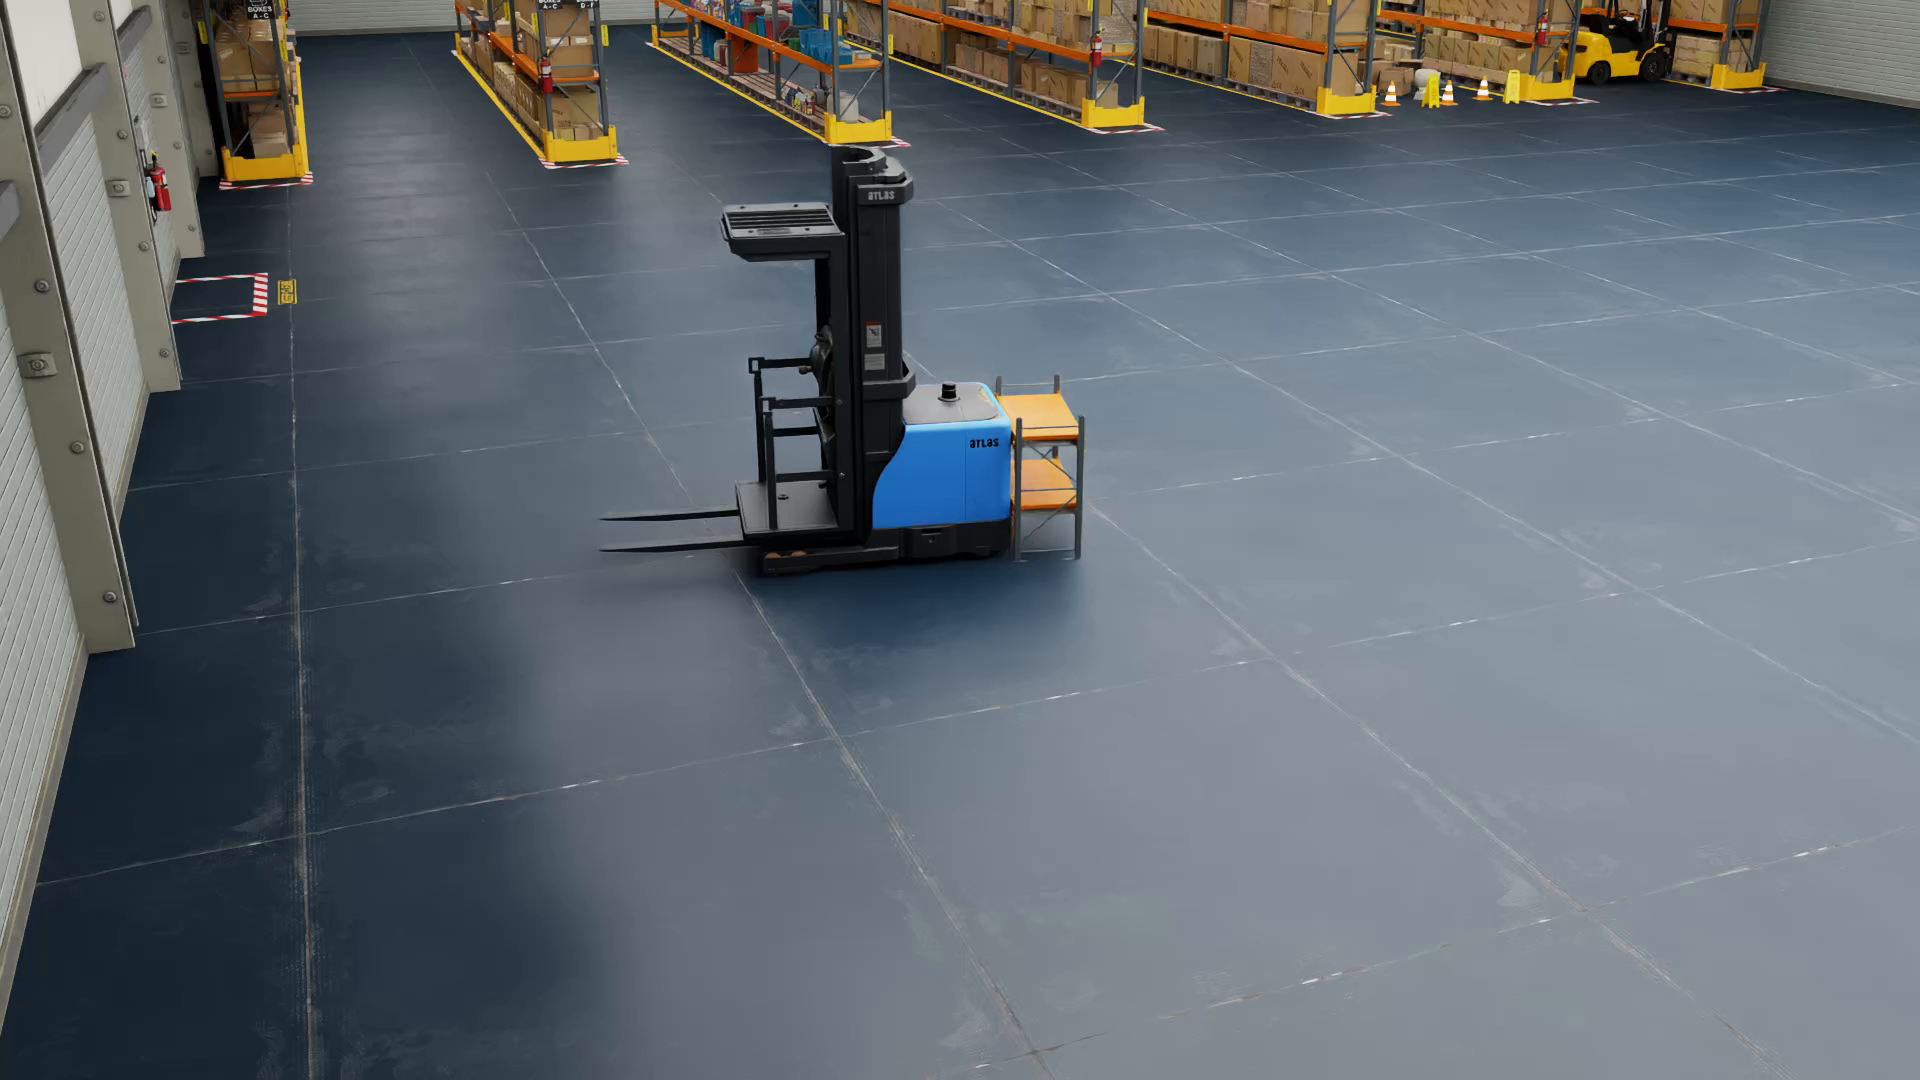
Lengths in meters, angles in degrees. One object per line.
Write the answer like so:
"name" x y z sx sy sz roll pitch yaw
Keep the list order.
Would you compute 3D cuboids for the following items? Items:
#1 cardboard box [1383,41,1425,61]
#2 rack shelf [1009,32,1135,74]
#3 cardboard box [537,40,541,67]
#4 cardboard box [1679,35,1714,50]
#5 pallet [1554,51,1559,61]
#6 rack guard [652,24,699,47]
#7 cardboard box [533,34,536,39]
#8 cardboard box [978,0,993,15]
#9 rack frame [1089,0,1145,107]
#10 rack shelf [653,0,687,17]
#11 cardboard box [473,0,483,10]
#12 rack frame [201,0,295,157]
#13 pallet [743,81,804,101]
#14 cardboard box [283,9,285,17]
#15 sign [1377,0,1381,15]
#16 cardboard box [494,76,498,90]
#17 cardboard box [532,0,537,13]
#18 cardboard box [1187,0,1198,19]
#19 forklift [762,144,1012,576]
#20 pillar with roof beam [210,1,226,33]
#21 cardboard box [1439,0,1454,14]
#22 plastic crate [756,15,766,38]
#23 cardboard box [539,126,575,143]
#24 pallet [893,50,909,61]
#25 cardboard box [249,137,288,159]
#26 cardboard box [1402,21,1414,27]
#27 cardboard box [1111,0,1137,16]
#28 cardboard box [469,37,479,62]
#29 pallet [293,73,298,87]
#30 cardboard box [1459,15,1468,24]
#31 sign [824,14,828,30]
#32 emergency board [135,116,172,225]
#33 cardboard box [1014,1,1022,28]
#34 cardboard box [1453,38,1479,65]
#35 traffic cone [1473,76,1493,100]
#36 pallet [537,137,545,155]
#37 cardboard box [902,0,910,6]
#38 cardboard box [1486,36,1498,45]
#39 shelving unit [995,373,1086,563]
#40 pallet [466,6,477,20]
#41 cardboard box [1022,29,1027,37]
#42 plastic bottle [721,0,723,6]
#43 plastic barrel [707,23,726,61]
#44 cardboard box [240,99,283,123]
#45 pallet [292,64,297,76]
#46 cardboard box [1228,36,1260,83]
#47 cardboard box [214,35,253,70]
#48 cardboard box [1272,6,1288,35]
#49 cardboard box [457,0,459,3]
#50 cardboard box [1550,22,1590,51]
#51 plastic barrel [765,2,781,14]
"cardboard box" 10.308 -11.410 38.801 0.950 0.372 0.625 -7 24 -16
"rack shelf" 2.188 -9.558 32.491 1.077 0.370 4.000 -8 24 -19
"cardboard box" -6.888 -8.394 28.674 0.700 0.500 0.500 -8 24 -19
"cardboard box" 16.167 -10.901 36.465 0.500 0.250 0.500 -8 24 -18
"pallet" 15.098 -11.636 40.085 1.003 0.211 1.213 -8 24 -19
"rack guard" -7.412 -13.152 43.310 1.175 0.500 0.348 -8 24 -19
"cardboard box" -7.147 -8.733 28.644 0.380 0.149 0.250 -8 24 -18
"cardboard box" 0.782 -11.474 35.439 0.797 0.503 0.637 -6 24 -14
"rack frame" 2.894 -9.163 30.627 1.000 3.000 0.127 -8 24 -19
"rack shelf" -6.685 -13.239 41.224 1.077 0.370 4.000 -8 24 -19
"cardboard box" -10.353 -11.961 36.596 0.700 0.500 0.500 -5 23 -11
"rack frame" -11.008 -7.124 25.790 1.000 3.000 0.127 -8 24 -19
"pallet" -3.901 -9.376 34.723 1.003 0.211 1.213 -8 24 -19
"cardboard box" -15.423 -11.822 36.550 0.980 0.700 0.700 -8 24 -18
"sign" 8.092 -10.316 32.147 0.100 0.325 0.005 -8 24 -19
"cardboard box" -9.290 -9.408 34.208 0.500 0.250 0.500 -8 24 -19
"cardboard box" -6.916 -9.013 28.473 0.700 0.500 0.500 -8 24 -19
"cardboard box" 5.366 -11.826 36.818 0.500 0.500 0.500 -8 24 -18
"forklift" -1.179 -1.308 12.080 3.031 2.935 1.130 -4 23 -10
"pillar with roof beam" -12.276 -14.975 36.693 9.100 9.000 0.400 -8 24 -19
"cardboard box" 10.846 -11.782 36.329 0.500 0.500 0.500 -8 24 -19
"plastic crate" -3.833 -10.287 33.316 0.392 0.384 0.575 -8 24 -19
"cardboard box" -6.840 -6.886 28.224 0.500 0.250 0.500 -8 24 -19
"pallet" -1.002 -11.968 40.873 1.003 0.211 1.213 -8 24 -19
"cardboard box" -11.168 -6.351 26.853 0.500 0.311 0.500 -11 25 -25
"cardboard box" 12.529 -14.400 45.731 0.500 0.500 0.500 -7 24 -17
"cardboard box" 2.955 -10.044 30.919 0.500 0.500 0.500 -8 24 -19
"cardboard box" -11.080 -11.384 38.550 0.500 0.500 0.500 -8 24 -19
"pallet" -14.904 -9.929 36.036 1.003 0.211 1.213 -8 24 -19
"cardboard box" 11.007 -11.236 35.869 0.380 0.149 0.250 -8 24 -19
"sign" -2.634 -10.136 32.579 0.100 0.325 0.005 -8 24 -19
"emergency board" -9.108 -4.178 18.800 0.192 1.158 0.636 -8 24 -19
"cardboard box" 1.582 -10.627 33.591 0.875 0.500 0.500 -8 24 -19
"cardboard box" 11.090 -10.615 36.107 0.500 0.500 0.500 -7 24 -16
"traffic cone" 10.807 -9.333 34.297 0.336 0.463 0.334 -8 24 -19
"pallet" -6.684 -6.792 28.593 1.003 0.211 1.213 -8 24 -19
"cardboard box" -1.061 -13.003 39.610 0.500 0.500 0.500 -9 24 -20
"cardboard box" 11.360 -10.565 35.152 0.380 0.149 0.250 -8 24 -18
"shelving unit" 0.589 -0.563 12.637 0.538 1.125 1.048 -3 23 -7
"pallet" -10.434 -11.771 37.064 1.003 0.211 1.213 -8 24 -19
"cardboard box" 1.466 -10.201 33.415 0.380 0.149 0.250 -8 24 -19
"plastic bottle" -5.482 -12.512 38.637 0.144 0.351 0.185 -8 24 -19
"plastic barrel" -5.552 -11.613 38.601 0.600 0.901 0.708 -8 24 -19
"cardboard box" -12.696 -7.893 30.268 0.700 0.500 0.500 -7 24 -17
"pallet" -15.442 -10.486 37.358 1.003 0.211 1.213 -8 24 -19
"cardboard box" 6.314 -10.236 35.369 0.875 0.875 0.875 -8 24 -18
"cardboard box" -11.542 -7.736 26.444 0.500 0.500 0.500 -8 24 -18
"cardboard box" 6.876 -10.609 33.865 0.875 0.550 0.500 -8 24 -19
"cardboard box" -11.930 -13.280 40.268 0.500 0.500 0.500 -9 24 -20
"cardboard box" 14.933 -12.229 40.418 0.875 0.625 0.625 -9 24 -20
"plastic barrel" -3.853 -10.944 34.710 0.421 0.512 0.421 0 23 0
